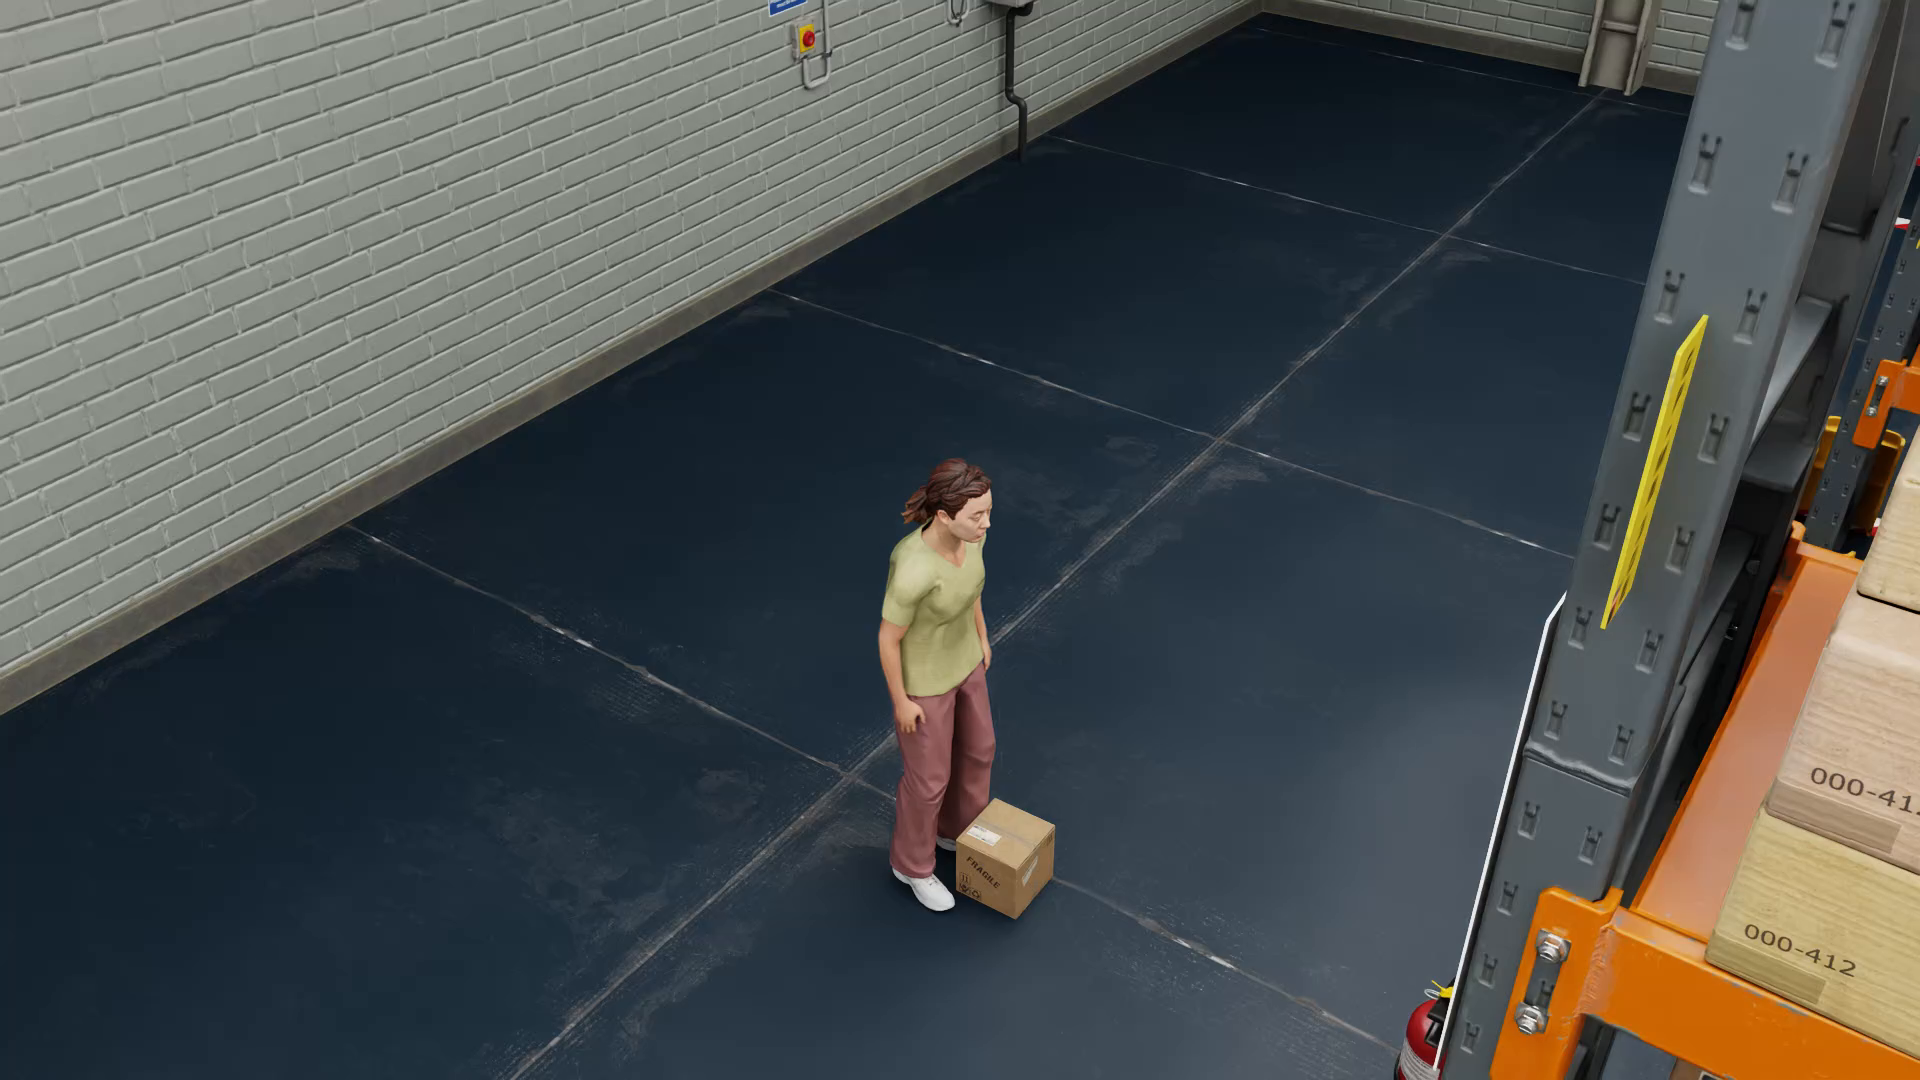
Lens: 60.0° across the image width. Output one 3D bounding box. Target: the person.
[{"bbox_3d":[-0.033,0.456,5.486,0.406,1.673,0.499,22,40,28],"label":"person"}]
